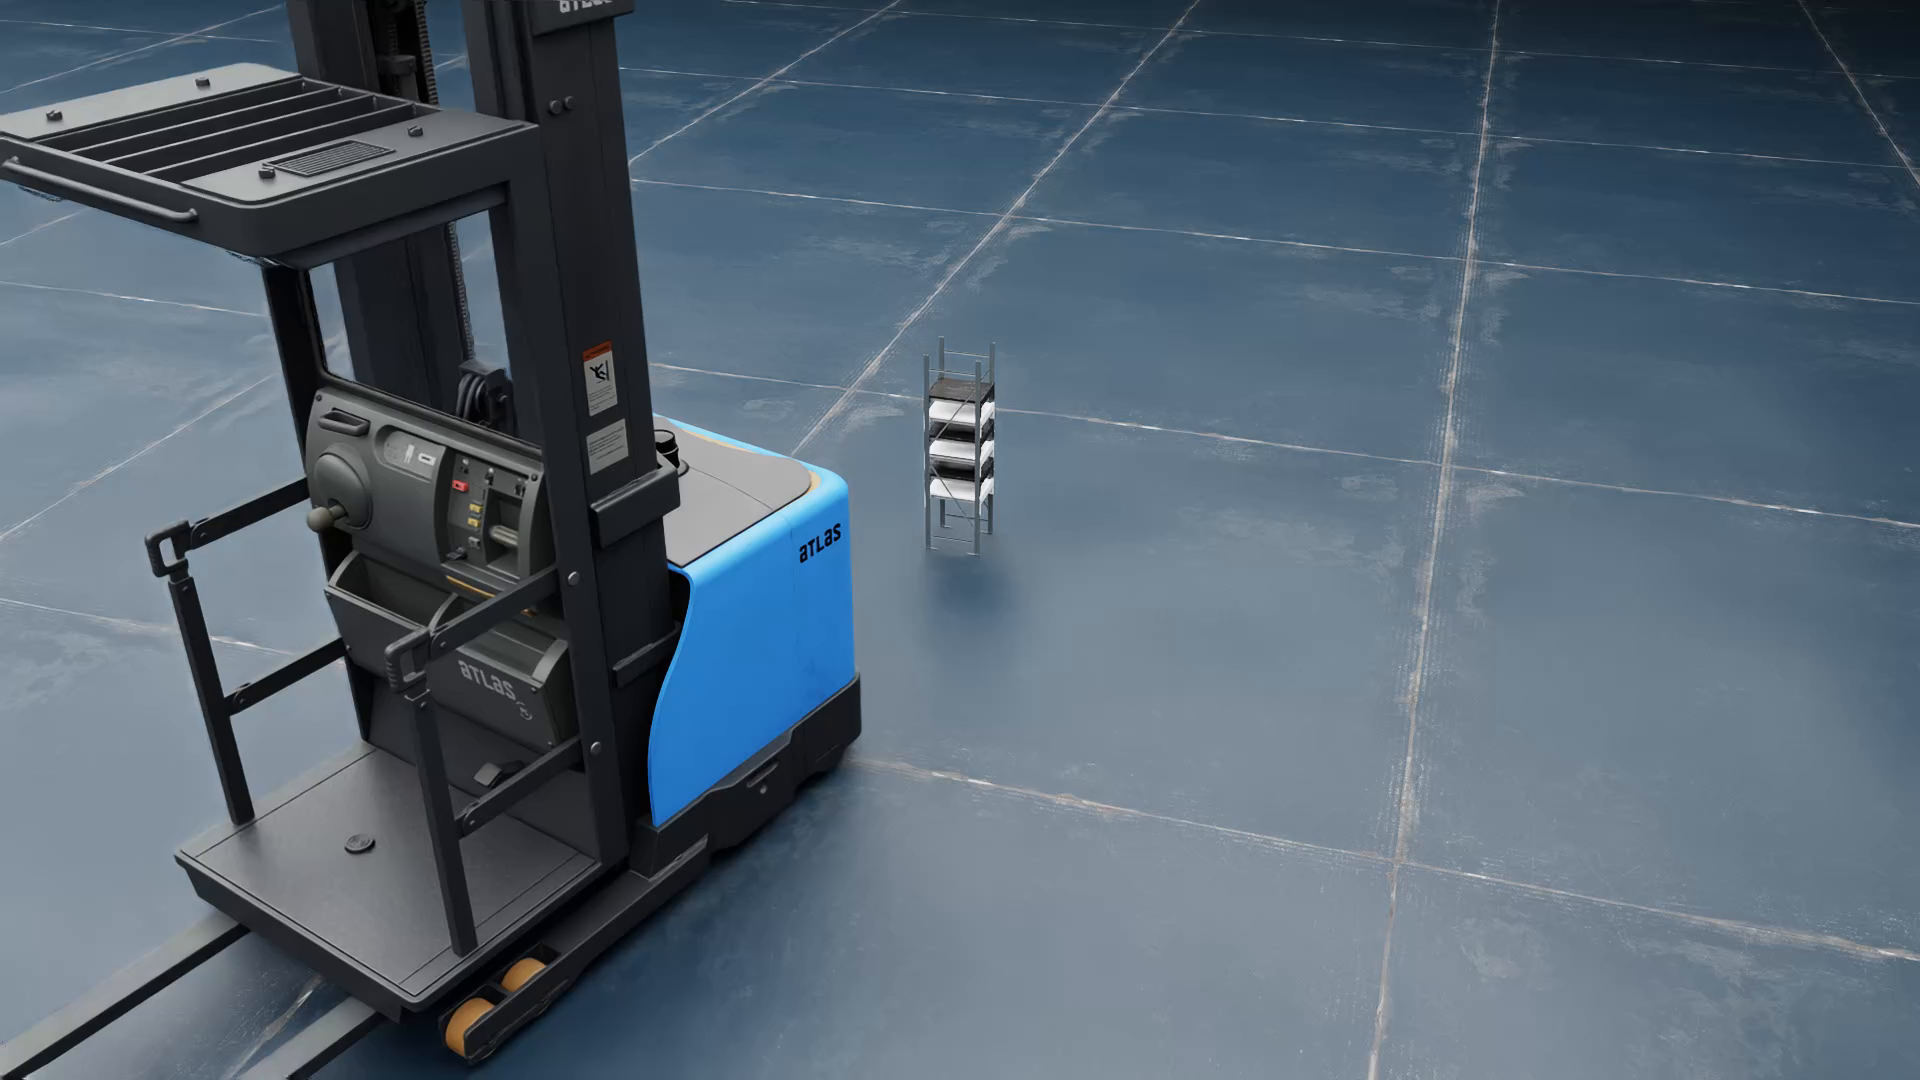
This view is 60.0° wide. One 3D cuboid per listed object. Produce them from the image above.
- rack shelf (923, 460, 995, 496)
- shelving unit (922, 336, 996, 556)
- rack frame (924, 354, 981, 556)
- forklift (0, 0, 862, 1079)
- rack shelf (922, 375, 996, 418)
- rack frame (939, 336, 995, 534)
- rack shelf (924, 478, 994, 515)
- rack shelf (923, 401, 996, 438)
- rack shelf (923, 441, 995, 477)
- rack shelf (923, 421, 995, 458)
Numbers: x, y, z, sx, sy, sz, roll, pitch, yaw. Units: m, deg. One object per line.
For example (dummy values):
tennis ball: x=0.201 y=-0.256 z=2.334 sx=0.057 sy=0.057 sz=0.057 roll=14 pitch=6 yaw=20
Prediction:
rack shelf: x=-0.002 y=-0.282 z=7.084 sx=0.258 sy=0.077 sz=0.200 roll=8 pitch=30 yaw=15
shelving unit: x=-0.002 y=-0.389 z=7.024 sx=0.258 sy=0.900 sz=0.210 roll=8 pitch=30 yaw=15
rack frame: x=-0.032 y=-0.342 z=6.940 sx=0.240 sy=0.900 sz=0.006 roll=8 pitch=30 yaw=15
forklift: x=-1.598 y=-0.096 z=4.408 sx=1.130 sy=2.935 sz=3.031 roll=18 pitch=34 yaw=30
rack shelf: x=-0.002 y=-0.596 z=6.909 sx=0.258 sy=0.077 sz=0.200 roll=8 pitch=30 yaw=15
rack frame: x=0.027 y=-0.437 z=7.109 sx=0.240 sy=0.900 sz=0.006 roll=8 pitch=30 yaw=15
rack shelf: x=-0.002 y=-0.203 z=7.128 sx=0.258 sy=0.077 sz=0.200 roll=8 pitch=30 yaw=15
rack shelf: x=-0.002 y=-0.518 z=6.953 sx=0.258 sy=0.077 sz=0.200 roll=8 pitch=30 yaw=15
rack shelf: x=-0.002 y=-0.360 z=7.041 sx=0.258 sy=0.077 sz=0.200 roll=8 pitch=30 yaw=15
rack shelf: x=-0.002 y=-0.439 z=6.997 sx=0.258 sy=0.077 sz=0.200 roll=8 pitch=30 yaw=15
